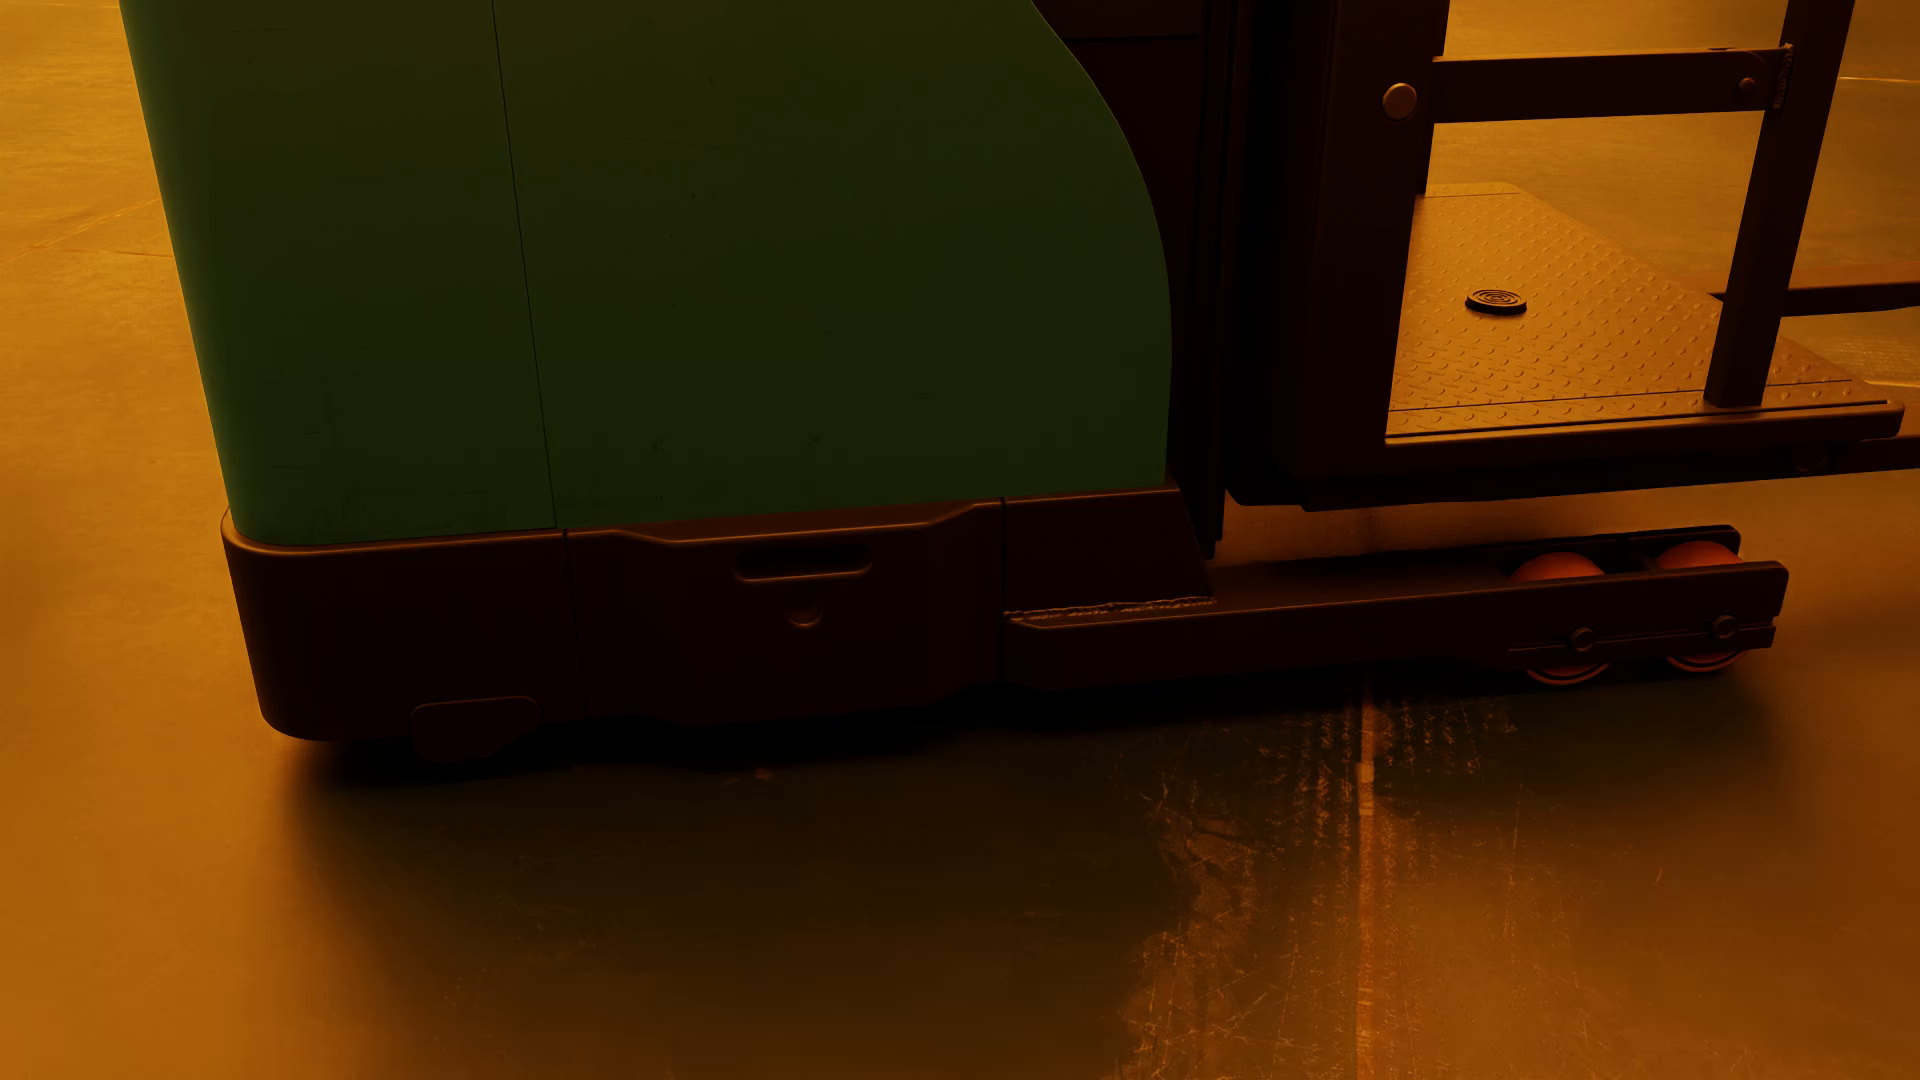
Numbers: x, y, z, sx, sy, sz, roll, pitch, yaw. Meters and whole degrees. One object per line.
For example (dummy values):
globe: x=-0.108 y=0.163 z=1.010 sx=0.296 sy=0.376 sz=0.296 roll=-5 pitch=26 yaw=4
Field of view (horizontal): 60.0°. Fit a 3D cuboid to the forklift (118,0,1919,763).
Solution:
forklift: x=0.600 y=-1.354 z=1.930 sx=3.031 sy=2.935 sz=1.130 roll=-4 pitch=27 yaw=-9
